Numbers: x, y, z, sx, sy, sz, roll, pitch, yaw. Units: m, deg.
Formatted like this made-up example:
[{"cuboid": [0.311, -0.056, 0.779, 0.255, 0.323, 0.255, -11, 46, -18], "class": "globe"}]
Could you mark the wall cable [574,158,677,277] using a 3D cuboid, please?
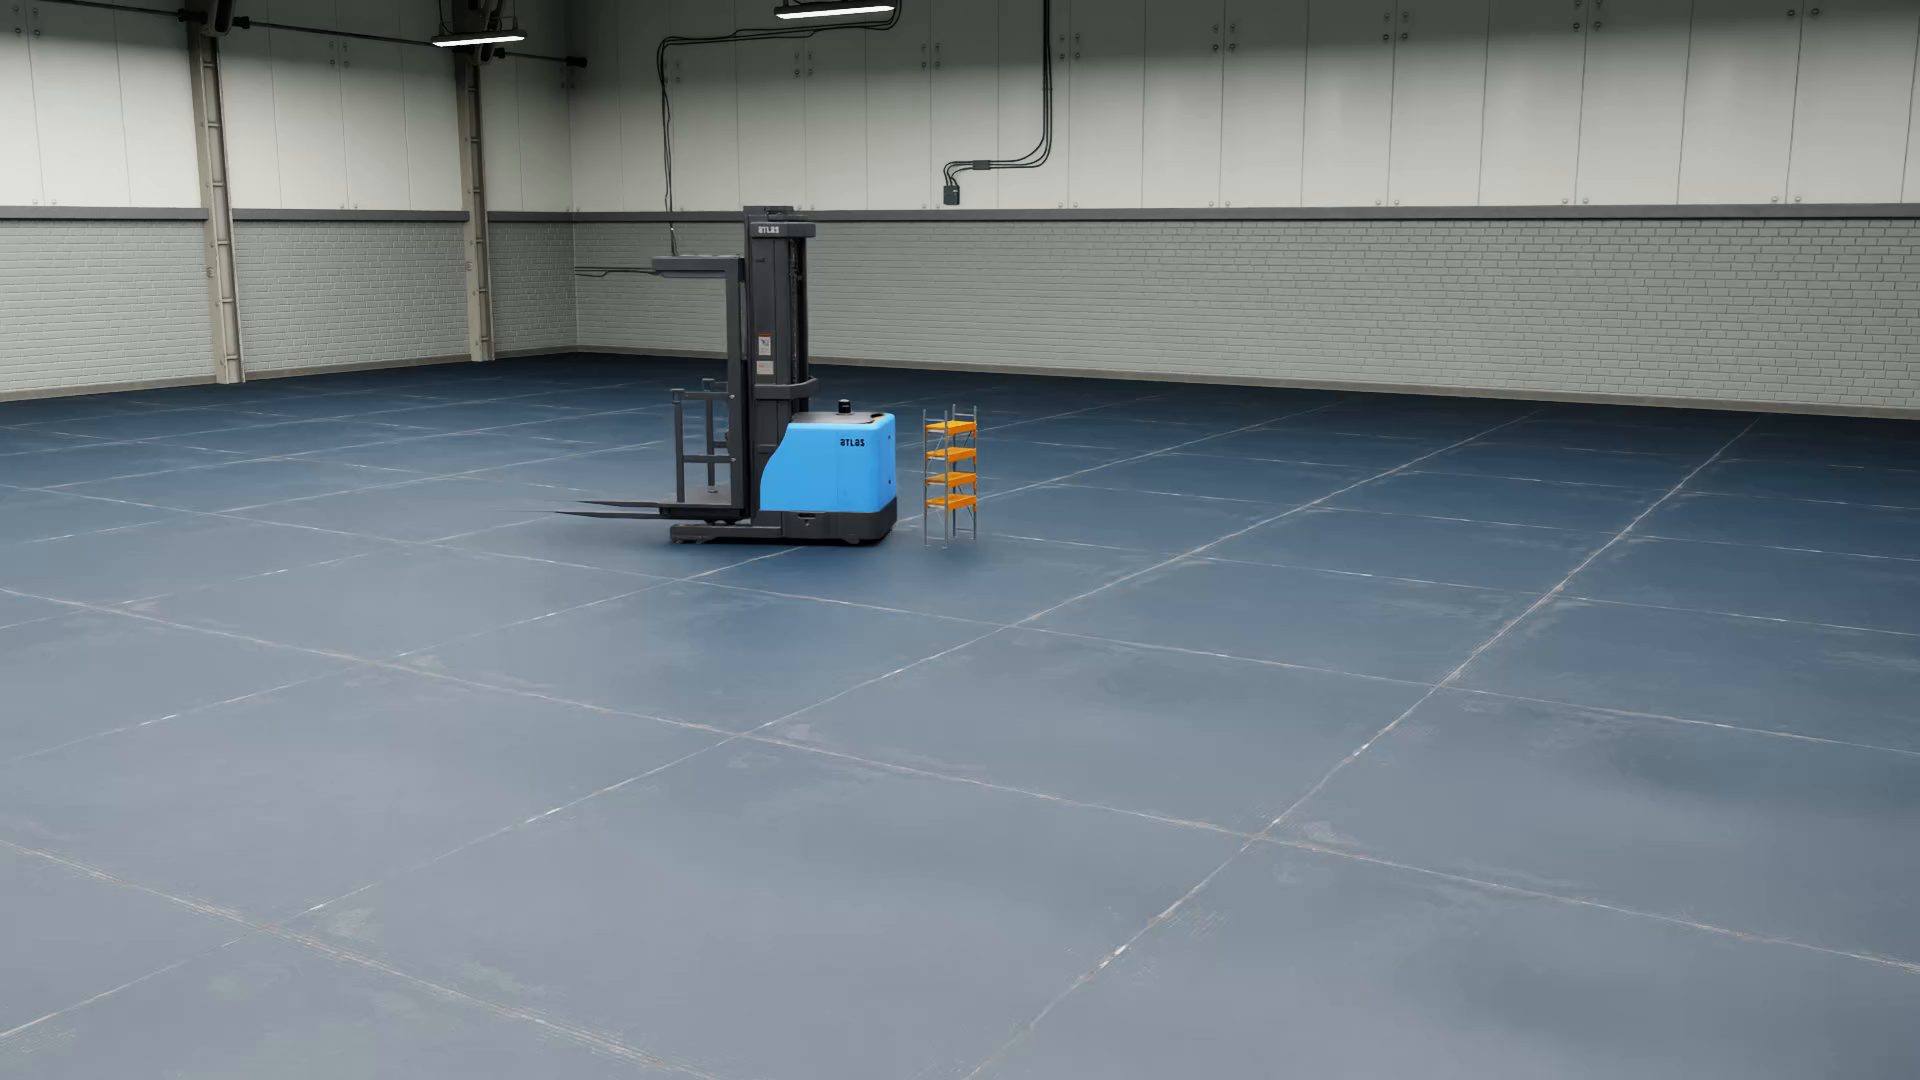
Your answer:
[{"cuboid": [-7.423, -7.027, 36.389, 3.097, 2.526, 0.112, 6, 12, 31], "class": "wall cable"}]

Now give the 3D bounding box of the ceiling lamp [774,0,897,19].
[{"cuboid": [-1.713, -9.318, 24.325, 2.000, 3.185, 0.800, 6, 12, 31], "class": "ceiling lamp"}]

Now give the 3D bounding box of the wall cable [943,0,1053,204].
[{"cuboid": [0.683, -9.316, 30.932, 2.305, 6.003, 0.169, 6, 12, 31], "class": "wall cable"}]

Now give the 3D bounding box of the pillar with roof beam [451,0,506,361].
[{"cuboid": [-6.403, -7.805, 32.106, 9.100, 9.000, 0.548, 6, 12, 31], "class": "pillar with roof beam"}]

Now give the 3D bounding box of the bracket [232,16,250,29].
[{"cuboid": [-12.679, -9.074, 29.099, 0.235, 0.232, 0.430, 6, 12, 31], "class": "bracket"}]

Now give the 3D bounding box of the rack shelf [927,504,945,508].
[{"cuboid": [-0.086, -0.331, 14.663, 0.199, 0.029, 0.442, 6, 12, 31], "class": "rack shelf"}]

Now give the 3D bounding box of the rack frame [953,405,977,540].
[{"cuboid": [0.041, -0.602, 14.824, 0.240, 1.200, 0.015, 6, 12, 31], "class": "rack frame"}]

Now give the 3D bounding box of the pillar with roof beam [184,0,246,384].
[{"cuboid": [-9.518, -6.862, 27.066, 9.100, 9.000, 0.400, 6, 12, 31], "class": "pillar with roof beam"}]

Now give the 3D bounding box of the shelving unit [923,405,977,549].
[{"cuboid": [-0.086, -0.564, 14.619, 0.258, 1.200, 0.503, 6, 12, 31], "class": "shelving unit"}]

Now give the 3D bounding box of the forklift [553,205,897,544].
[{"cuboid": [-2.138, -1.502, 14.928, 3.031, 2.935, 1.130, 1, 11, 7], "class": "forklift"}]

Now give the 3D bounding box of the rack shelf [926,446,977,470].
[{"cuboid": [-0.086, -0.717, 14.590, 0.258, 0.148, 0.480, 6, 12, 31], "class": "rack shelf"}]

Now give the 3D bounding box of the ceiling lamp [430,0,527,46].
[{"cuboid": [-8.029, -10.024, 28.096, 2.000, 3.185, 0.800, 6, 12, 31], "class": "ceiling lamp"}]

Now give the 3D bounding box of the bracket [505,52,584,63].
[{"cuboid": [-8.640, -10.297, 35.634, 0.076, 0.066, 3.189, 6, 12, 31], "class": "bracket"}]

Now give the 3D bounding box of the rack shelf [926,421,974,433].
[{"cuboid": [-0.086, -0.988, 14.540, 0.221, 0.050, 0.457, 6, 12, 31], "class": "rack shelf"}]

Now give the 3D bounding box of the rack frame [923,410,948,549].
[{"cuboid": [-0.213, -0.525, 14.414, 0.240, 1.200, 0.015, 6, 12, 31], "class": "rack frame"}]

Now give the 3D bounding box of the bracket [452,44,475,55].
[{"cuboid": [-9.995, -9.887, 33.442, 0.235, 0.232, 0.430, 6, 12, 31], "class": "bracket"}]

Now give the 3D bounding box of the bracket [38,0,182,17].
[{"cuboid": [-14.447, -8.538, 26.237, 0.076, 0.066, 4.783, 6, 12, 31], "class": "bracket"}]

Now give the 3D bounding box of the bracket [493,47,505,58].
[{"cuboid": [-9.564, -10.017, 34.140, 0.235, 0.232, 0.430, 6, 12, 31], "class": "bracket"}]

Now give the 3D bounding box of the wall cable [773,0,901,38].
[{"cuboid": [-2.466, -11.191, 32.546, 3.097, 2.526, 0.112, 6, 12, 31], "class": "wall cable"}]

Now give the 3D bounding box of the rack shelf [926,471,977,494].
[{"cuboid": [-0.086, -0.498, 14.632, 0.258, 0.148, 0.480, 6, 12, 31], "class": "rack shelf"}]
